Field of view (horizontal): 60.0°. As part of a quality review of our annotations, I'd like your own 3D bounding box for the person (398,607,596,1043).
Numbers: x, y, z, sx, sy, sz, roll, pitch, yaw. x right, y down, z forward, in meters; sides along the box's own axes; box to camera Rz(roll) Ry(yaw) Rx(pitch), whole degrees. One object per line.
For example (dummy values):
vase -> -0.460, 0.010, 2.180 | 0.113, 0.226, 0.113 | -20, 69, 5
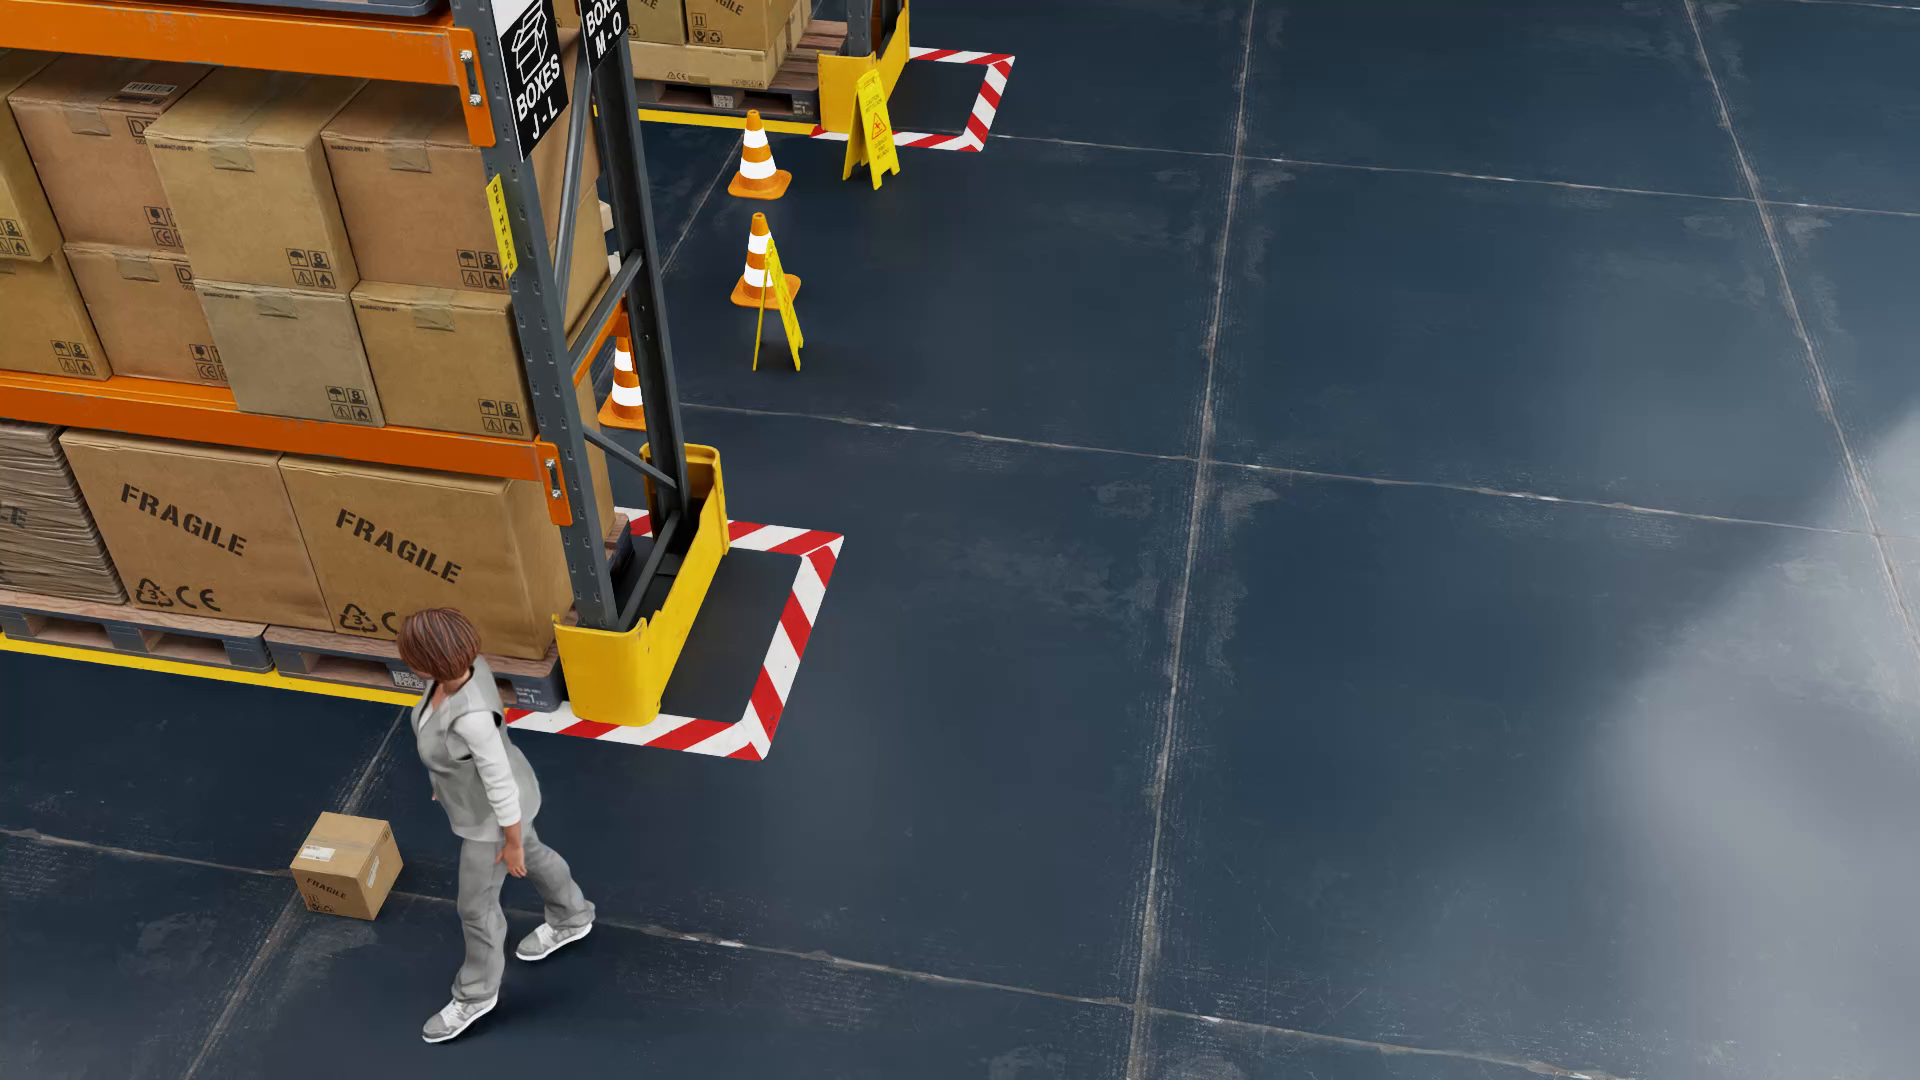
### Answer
person -> -1.539, 0.851, 5.170 | 0.636, 1.590, 0.459 | -14, 43, -16
